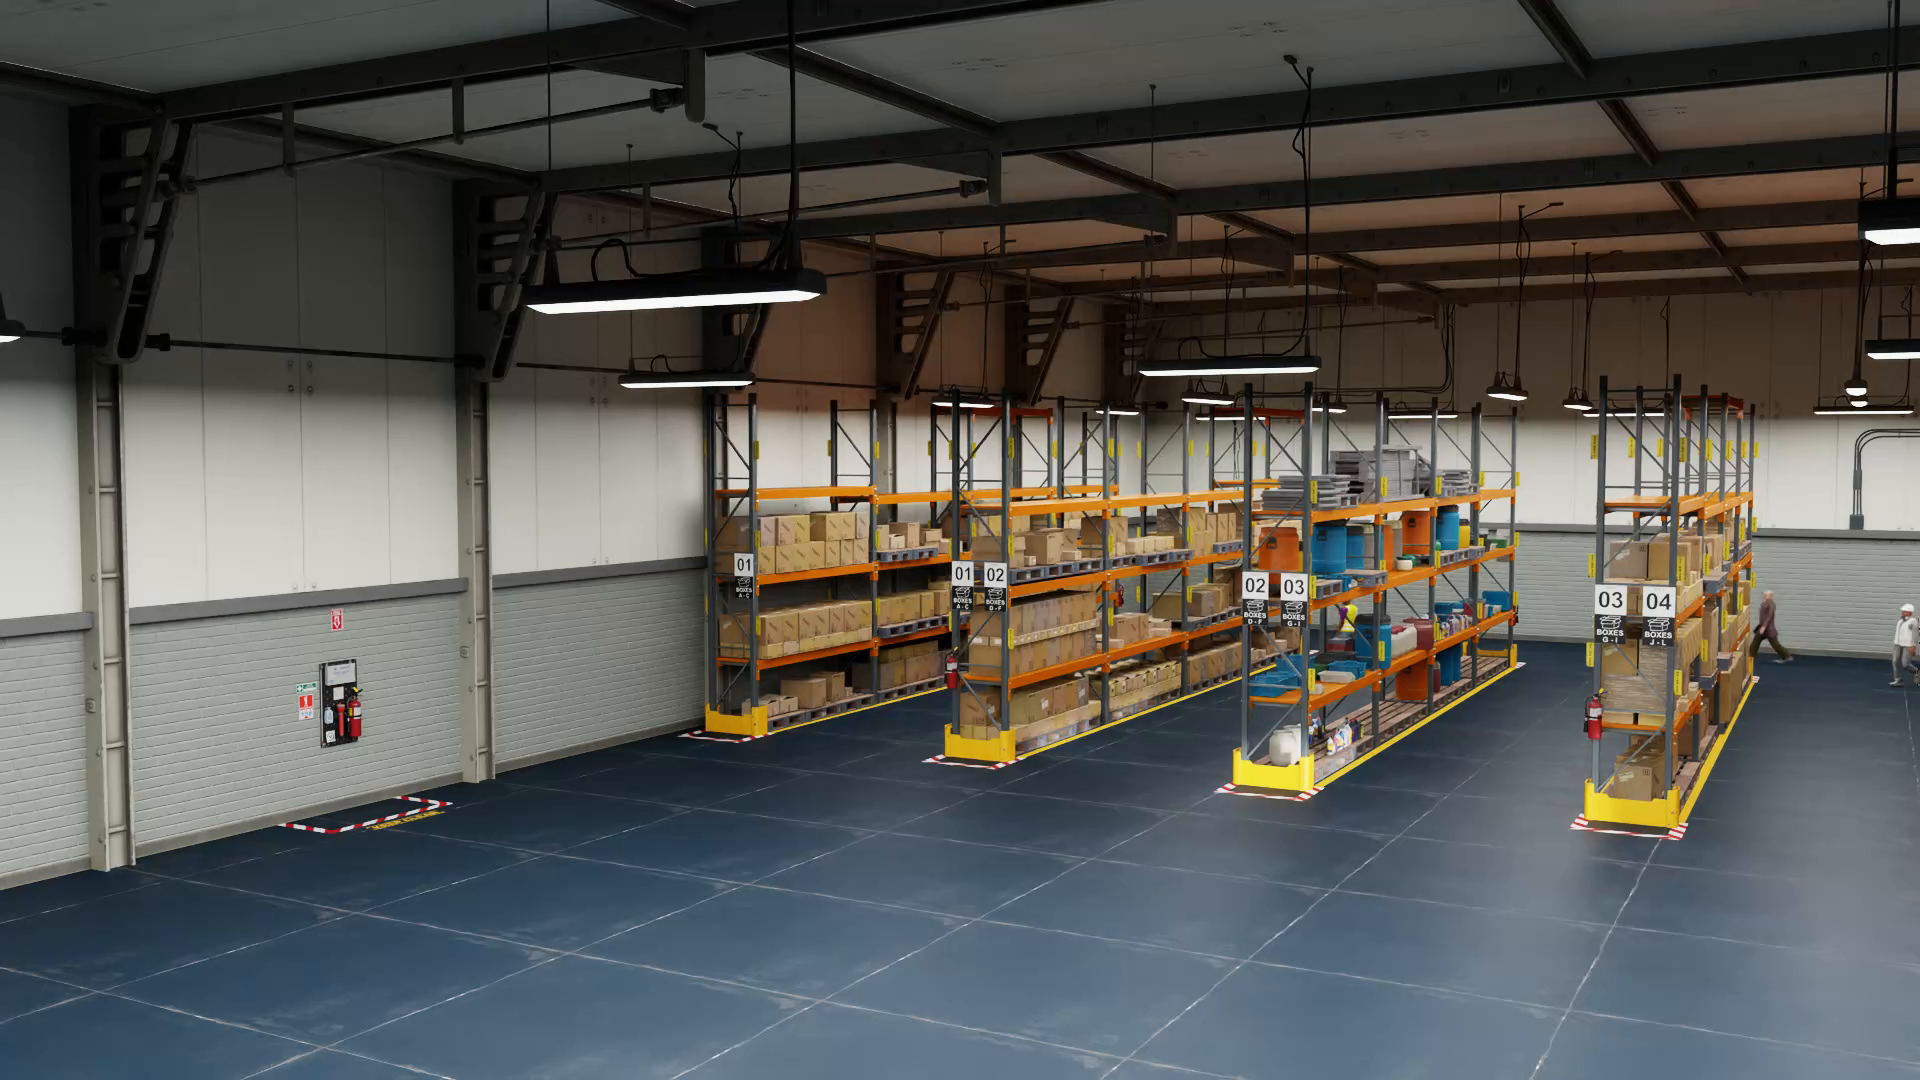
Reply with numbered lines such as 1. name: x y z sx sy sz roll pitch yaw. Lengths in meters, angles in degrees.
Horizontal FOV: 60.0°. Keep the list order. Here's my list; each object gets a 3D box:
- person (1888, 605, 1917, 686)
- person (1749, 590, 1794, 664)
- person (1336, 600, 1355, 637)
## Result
1. person: 19.907 2.226 35.090 0.533 1.734 0.662 -1 3 -18
2. person: 18.877 2.044 38.892 1.123 1.738 0.617 0 3 8
3. person: 8.698 2.079 37.537 0.401 1.775 0.592 2 4 33
